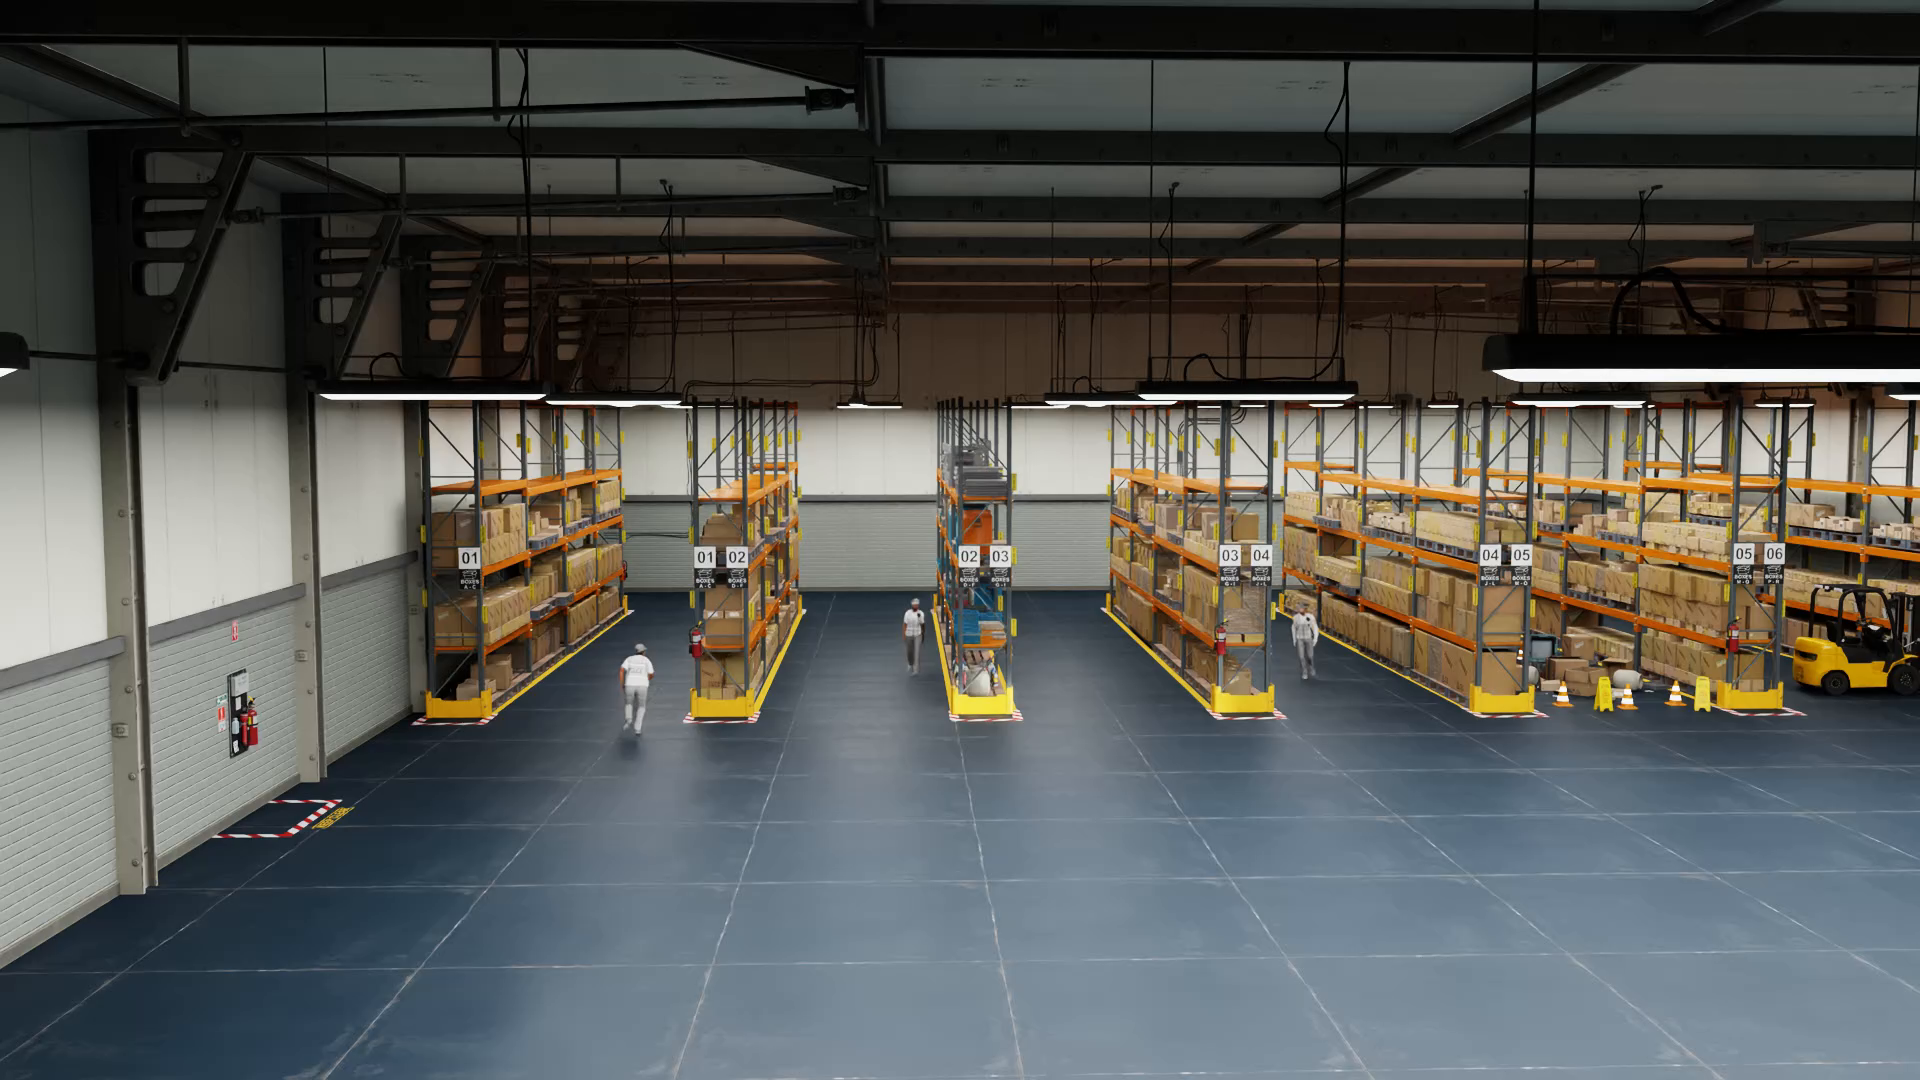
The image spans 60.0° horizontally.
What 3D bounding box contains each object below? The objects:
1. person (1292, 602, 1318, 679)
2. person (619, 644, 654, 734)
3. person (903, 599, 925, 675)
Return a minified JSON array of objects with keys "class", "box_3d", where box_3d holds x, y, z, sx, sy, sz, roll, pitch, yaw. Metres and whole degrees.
[{"class":"person","box_3d":[7.425,2.140,35.782,0.566,1.659,0.459,2,5,19]},{"class":"person","box_3d":[-5.798,2.650,29.826,0.612,1.558,0.715,0,4,-2]},{"class":"person","box_3d":[-1.015,2.085,36.299,0.459,1.637,0.972,0,4,2]}]
